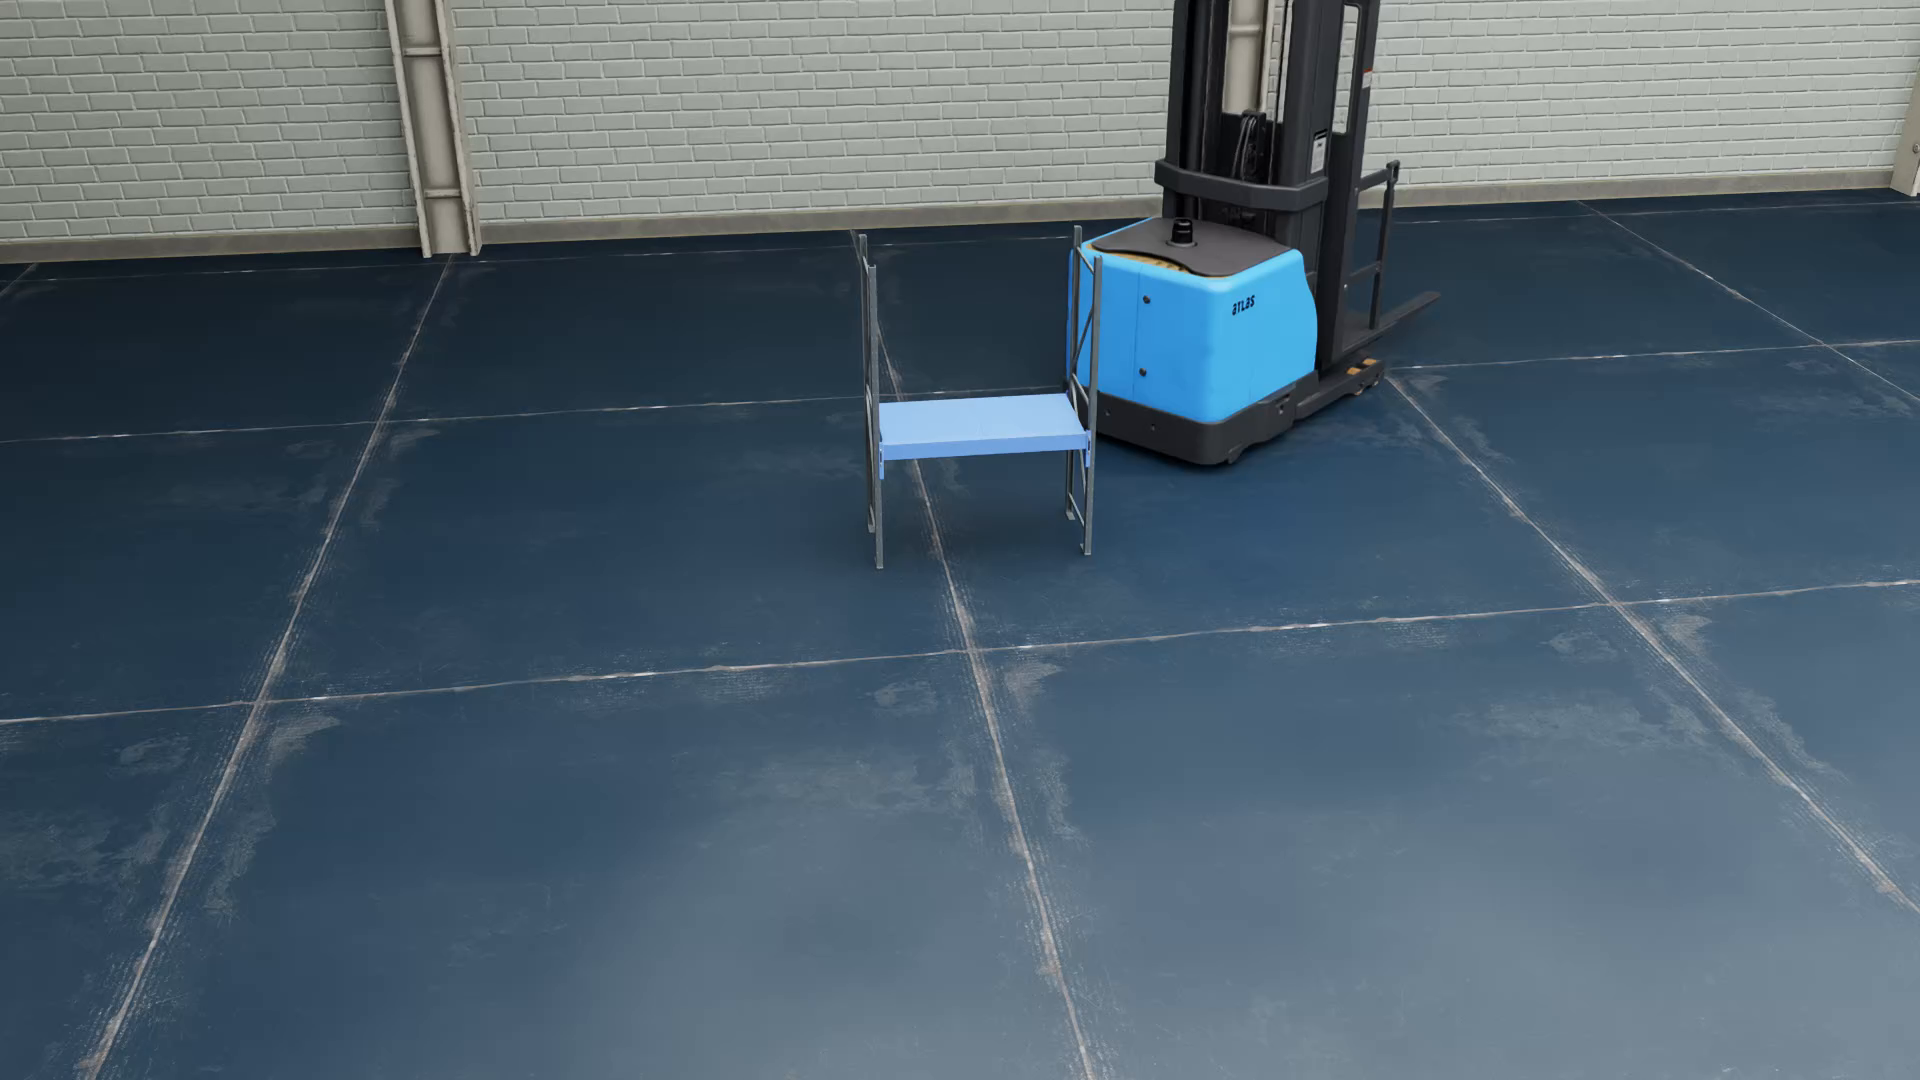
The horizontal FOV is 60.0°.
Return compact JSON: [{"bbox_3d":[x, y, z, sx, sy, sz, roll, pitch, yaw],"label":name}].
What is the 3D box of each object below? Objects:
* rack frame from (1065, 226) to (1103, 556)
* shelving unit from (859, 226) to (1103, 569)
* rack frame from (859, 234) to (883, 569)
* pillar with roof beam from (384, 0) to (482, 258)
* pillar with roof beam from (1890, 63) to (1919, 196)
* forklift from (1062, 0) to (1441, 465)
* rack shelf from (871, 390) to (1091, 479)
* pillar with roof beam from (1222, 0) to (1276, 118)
[{"bbox_3d":[0.588,-0.705,7.981,0.032,1.500,0.500,-4,27,-7],"label":"rack frame"},{"bbox_3d":[0.084,-0.673,7.918,1.048,1.500,0.538,-4,27,-7],"label":"shelving unit"},{"bbox_3d":[-0.419,-0.640,7.855,0.032,1.500,0.500,-4,27,-7],"label":"rack frame"},{"bbox_3d":[-3.209,-4.235,6.646,0.400,9.000,9.100,-4,27,-7],"label":"pillar with roof beam"},{"bbox_3d":[8.674,-4.998,8.133,0.400,9.000,9.100,-4,27,-7],"label":"pillar with roof beam"},{"bbox_3d":[1.920,-2.300,9.521,1.130,2.935,3.031,21,34,35],"label":"forklift"},{"bbox_3d":[0.084,-0.513,8.000,1.000,0.185,0.538,-4,27,-7],"label":"rack shelf"},{"bbox_3d":[2.733,-4.616,7.390,0.400,9.000,9.100,-4,27,-7],"label":"pillar with roof beam"}]
